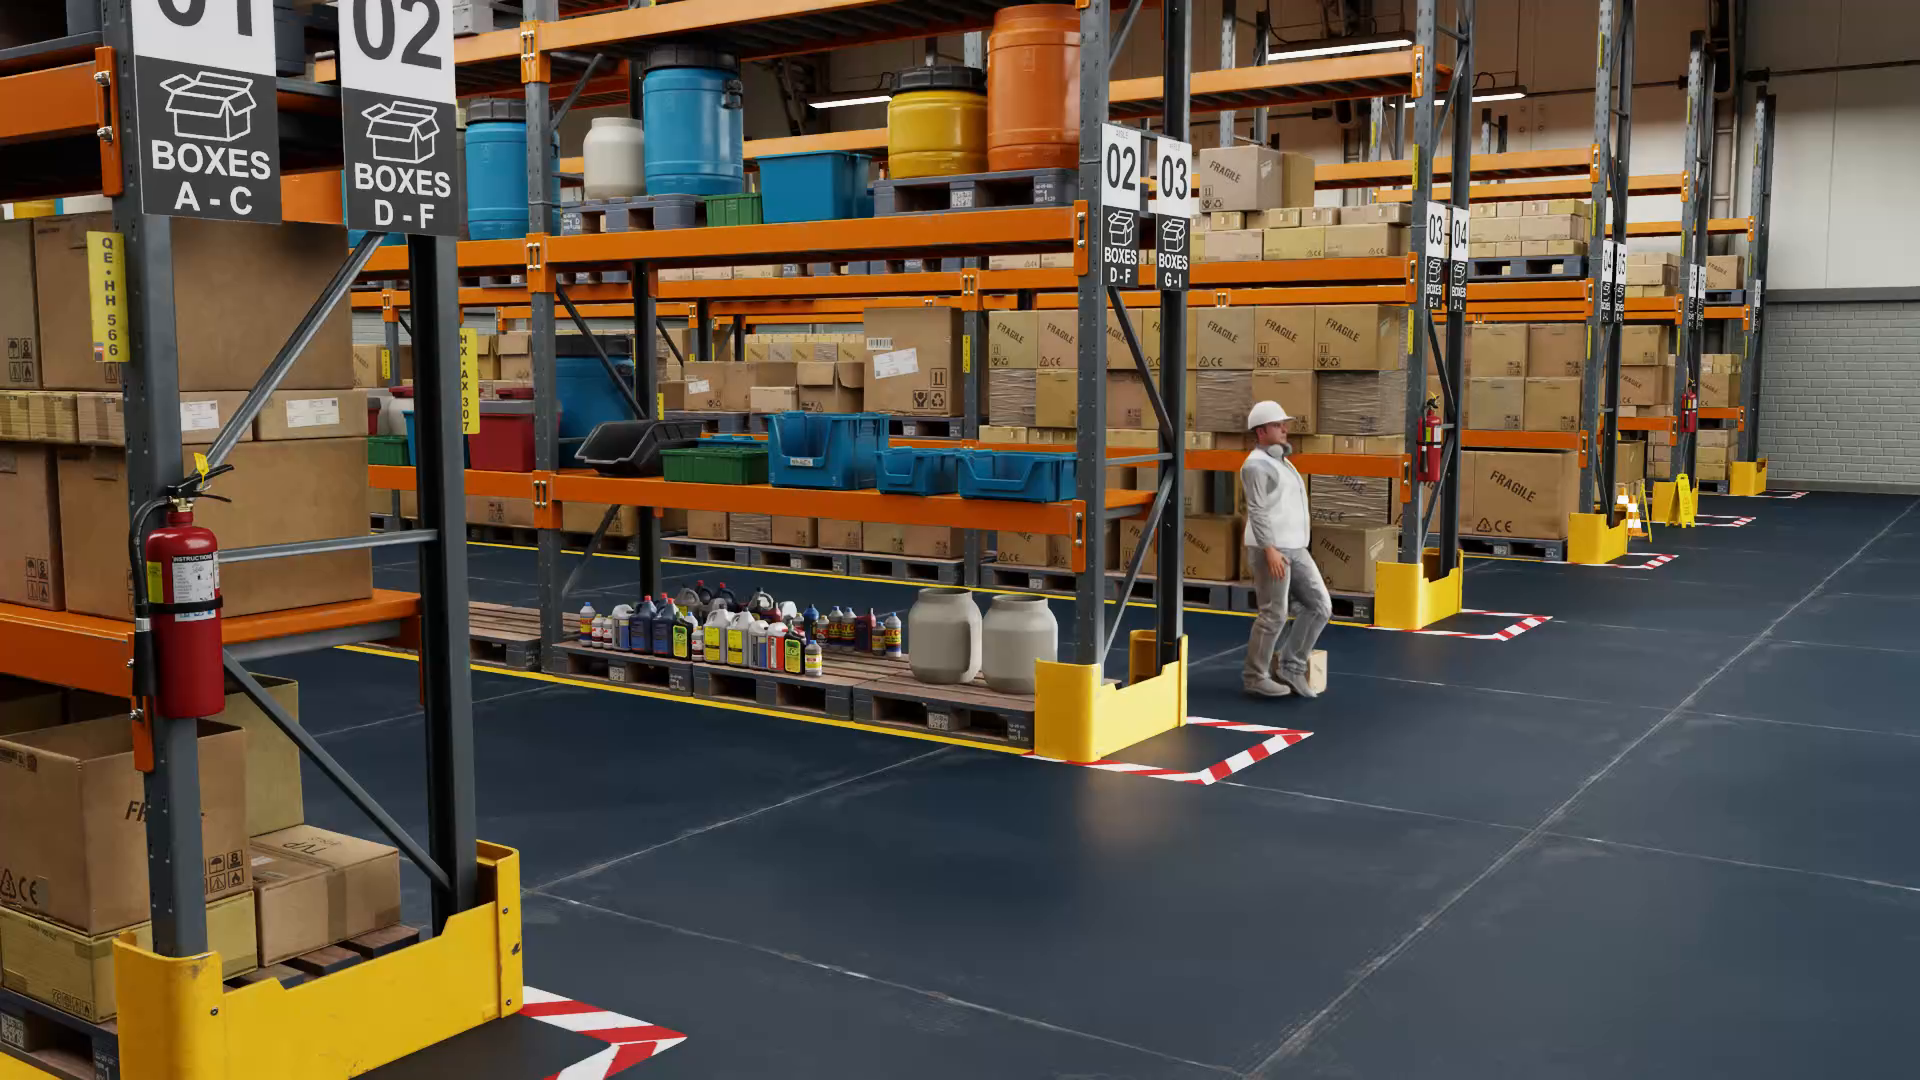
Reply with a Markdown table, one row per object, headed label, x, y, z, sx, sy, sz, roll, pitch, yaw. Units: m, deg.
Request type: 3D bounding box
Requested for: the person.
| label | x | y | z | sx | sy | sz | roll | pitch | yaw |
| --- | --- | --- | --- | --- | --- | --- | --- | --- | --- |
| person | 1.941 | 0.083 | 9.942 | 0.494 | 1.821 | 0.584 | 4 | 7 | 30 |
